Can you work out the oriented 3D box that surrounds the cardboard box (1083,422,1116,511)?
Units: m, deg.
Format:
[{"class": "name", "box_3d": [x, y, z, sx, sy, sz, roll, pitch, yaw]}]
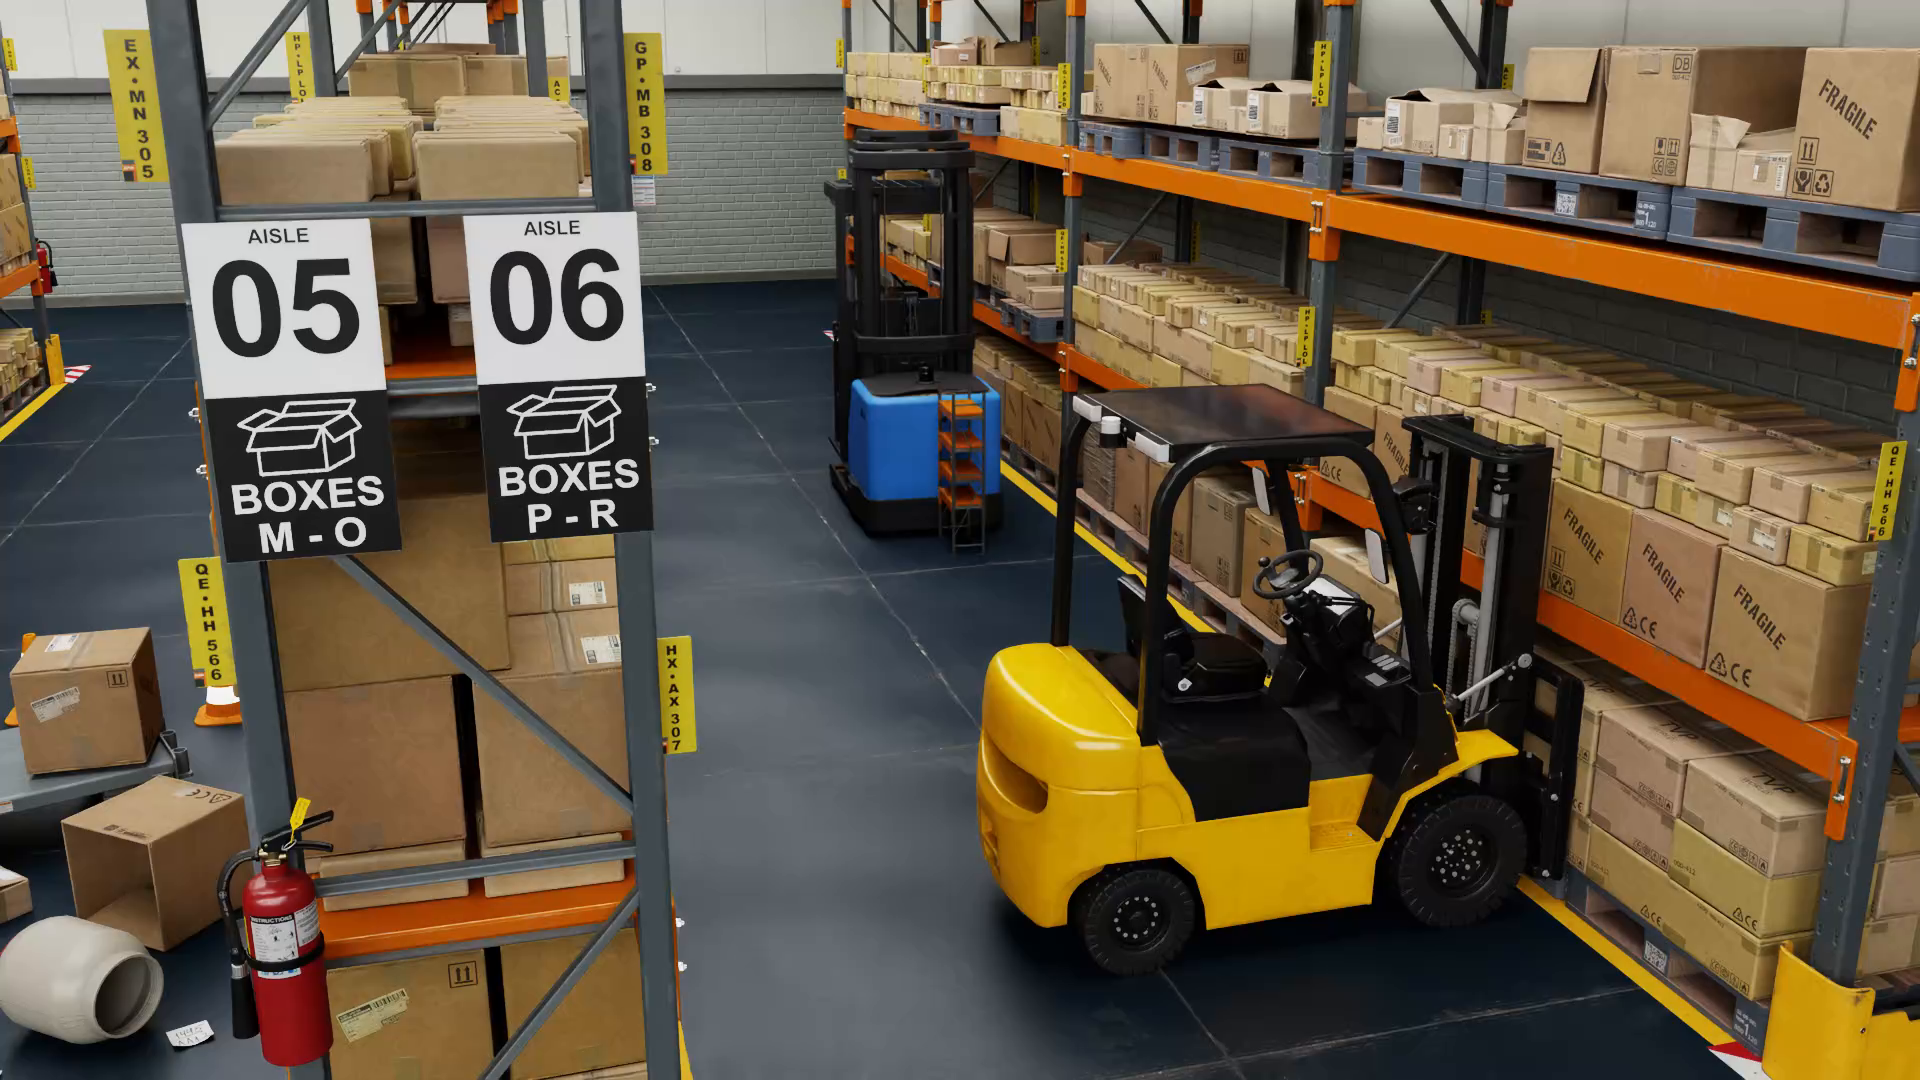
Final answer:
[{"class": "cardboard box", "box_3d": [1.460, -0.629, 12.731, 0.875, 0.625, 0.625, -4, 17, -13]}]

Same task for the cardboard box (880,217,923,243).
[{"class": "cardboard box", "box_3d": [-0.589, -3.457, 18.490, 0.500, 0.250, 0.500, -5, 17, -17]}]

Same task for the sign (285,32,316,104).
[{"class": "sign", "box_3d": [-2.903, -2.067, 7.323, 0.100, 0.325, 0.005, -5, 17, -15]}]

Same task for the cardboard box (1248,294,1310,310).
[{"class": "cardboard box", "box_3d": [2.136, -1.531, 11.033, 0.380, 0.149, 0.250, -5, 17, -15]}]

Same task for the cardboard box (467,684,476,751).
[{"class": "cardboard box", "box_3d": [-1.841, 0.616, 5.623, 0.380, 0.149, 0.250, -4, 17, -14]}]

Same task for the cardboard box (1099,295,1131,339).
[{"class": "cardboard box", "box_3d": [1.325, -1.626, 12.043, 0.500, 0.250, 0.500, -4, 17, -14]}]

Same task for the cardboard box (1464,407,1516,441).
[{"class": "cardboard box", "box_3d": [2.559, -0.526, 7.688, 0.380, 0.149, 0.250, -5, 18, -17]}]

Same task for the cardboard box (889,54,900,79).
[{"class": "cardboard box", "box_3d": [-0.447, -4.993, 17.522, 0.500, 0.250, 0.500, -4, 17, -14]}]

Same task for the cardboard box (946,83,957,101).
[{"class": "cardboard box", "box_3d": [0.091, -4.083, 15.151, 0.380, 0.149, 0.250, -4, 17, -14]}]

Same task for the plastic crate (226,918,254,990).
[{"class": "plastic crate", "box_3d": [-2.728, 1.658, 6.793, 0.402, 0.080, 0.583, -12, 20, -34]}]

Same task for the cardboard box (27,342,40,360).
[{"class": "cardboard box", "box_3d": [-9.981, -1.994, 17.585, 0.380, 0.149, 0.250, -5, 17, -17]}]

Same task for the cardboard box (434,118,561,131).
[{"class": "cardboard box", "box_3d": [-1.425, -1.224, 5.150, 0.380, 0.149, 0.250, -5, 17, -16]}]

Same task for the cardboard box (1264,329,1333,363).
[{"class": "cardboard box", "box_3d": [2.005, -1.138, 9.726, 0.380, 0.149, 0.250, -5, 17, -16]}]

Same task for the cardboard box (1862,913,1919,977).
[{"class": "cardboard box", "box_3d": [3.553, 1.438, 6.500, 0.500, 0.250, 0.500, -5, 17, -15]}]

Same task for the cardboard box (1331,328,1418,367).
[{"class": "cardboard box", "box_3d": [2.203, -1.022, 8.823, 0.380, 0.149, 0.250, -4, 17, -14]}]

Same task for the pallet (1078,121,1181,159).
[{"class": "pallet", "box_3d": [1.574, -2.905, 12.022, 1.213, 0.211, 1.003, -4, 17, -13]}]

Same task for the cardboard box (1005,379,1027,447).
[{"class": "cardboard box", "box_3d": [0.705, -1.127, 14.605, 0.500, 0.500, 0.500, -4, 17, -13]}]

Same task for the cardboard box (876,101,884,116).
[{"class": "cardboard box", "box_3d": [-0.705, -4.730, 18.208, 0.380, 0.149, 0.250, -5, 17, -15]}]

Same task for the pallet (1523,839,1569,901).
[{"class": "pallet", "box_3d": [2.918, 1.264, 7.877, 1.003, 0.211, 1.213, -5, 17, -15]}]

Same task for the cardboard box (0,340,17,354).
[{"class": "cardboard box", "box_3d": [-9.794, -1.921, 16.826, 0.380, 0.149, 0.250, -5, 18, -17]}]

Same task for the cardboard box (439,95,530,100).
[{"class": "cardboard box", "box_3d": [-2.074, -1.867, 7.290, 0.380, 0.149, 0.250, -4, 17, -14]}]

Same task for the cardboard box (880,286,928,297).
[{"class": "cardboard box", "box_3d": [-0.820, -2.781, 20.105, 0.797, 0.503, 0.637, -5, 18, -17]}]

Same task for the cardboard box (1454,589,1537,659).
[{"class": "cardboard box", "box_3d": [2.511, 0.442, 8.079, 0.500, 0.250, 0.500, -4, 17, -13]}]

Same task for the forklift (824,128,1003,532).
[{"class": "forklift", "box_3d": [-0.487, -1.848, 13.511, 1.130, 2.935, 3.031, -4, 17, -12]}]

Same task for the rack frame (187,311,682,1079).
[{"class": "rack frame", "box_3d": [-1.272, 0.867, 4.351, 1.000, 3.000, 0.127, -5, 17, -15]}]

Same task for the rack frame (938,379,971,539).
[{"class": "rack frame", "box_3d": [-0.040, -0.595, 12.348, 0.240, 1.200, 0.015, -4, 17, -12]}]

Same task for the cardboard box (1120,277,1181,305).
[{"class": "cardboard box", "box_3d": [1.360, -1.772, 11.837, 0.380, 0.149, 0.250, -4, 17, -15]}]

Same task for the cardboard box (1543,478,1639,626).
[{"class": "cardboard box", "box_3d": [2.837, 0.024, 6.983, 0.500, 0.500, 0.500, -5, 17, -16]}]

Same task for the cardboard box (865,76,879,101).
[{"class": "cardboard box", "box_3d": [-0.750, -5.033, 18.524, 0.500, 0.250, 0.500, -5, 17, -17]}]

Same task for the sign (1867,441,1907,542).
[{"class": "sign", "box_3d": [2.974, -0.155, 5.331, 0.100, 0.325, 0.005, -5, 17, -15]}]

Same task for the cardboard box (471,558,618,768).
[{"class": "cardboard box", "box_3d": [-1.280, 0.381, 5.280, 0.500, 0.500, 0.500, -4, 17, -14]}]

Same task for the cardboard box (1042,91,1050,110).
[{"class": "cardboard box", "box_3d": [0.872, -3.522, 13.316, 0.380, 0.149, 0.250, -4, 17, -14]}]

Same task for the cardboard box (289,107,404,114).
[{"class": "cardboard box", "box_3d": [-2.188, -1.469, 5.964, 0.380, 0.149, 0.250, -5, 17, -16]}]

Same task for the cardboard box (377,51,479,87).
[{"class": "cardboard box", "box_3d": [-3.719, -3.125, 11.519, 0.797, 0.503, 0.637, -6, 18, -19]}]

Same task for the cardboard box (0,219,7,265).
[{"class": "cardboard box", "box_3d": [-9.744, -2.943, 16.346, 0.500, 0.500, 0.500, -5, 17, -15]}]

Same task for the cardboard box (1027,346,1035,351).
[{"class": "cardboard box", "box_3d": [0.853, -1.793, 15.695, 0.380, 0.149, 0.250, -4, 17, -14]}]

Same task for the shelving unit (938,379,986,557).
[{"class": "shelving unit", "box_3d": [0.011, -0.526, 12.119, 0.258, 1.200, 0.503, -4, 17, -12]}]

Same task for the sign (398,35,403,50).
[{"class": "sign", "box_3d": [-6.204, -5.410, 18.376, 0.100, 0.325, 0.005, -5, 17, -15]}]

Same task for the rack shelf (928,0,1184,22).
[{"class": "rack shelf", "box_3d": [0.752, -4.630, 14.168, 1.077, 0.370, 4.000, -5, 17, -15]}]

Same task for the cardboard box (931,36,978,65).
[{"class": "cardboard box", "box_3d": [-0.051, -4.641, 15.770, 0.396, 0.266, 0.258, -5, 17, -16]}]

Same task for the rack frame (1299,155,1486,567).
[{"class": "rack frame", "box_3d": [2.401, -0.633, 9.345, 1.000, 3.000, 0.127, -5, 17, -15]}]

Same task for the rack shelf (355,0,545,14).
[{"class": "rack shelf", "box_3d": [-2.920, -3.130, 9.175, 1.077, 0.370, 4.000, -5, 17, -15]}]

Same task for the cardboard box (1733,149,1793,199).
[{"class": "cardboard box", "box_3d": [2.980, -1.297, 5.874, 0.380, 0.149, 0.250, -5, 17, -17]}]

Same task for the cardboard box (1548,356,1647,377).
[{"class": "cardboard box", "box_3d": [3.075, -0.787, 8.039, 0.380, 0.149, 0.250, -5, 17, -16]}]

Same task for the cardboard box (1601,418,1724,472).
[{"class": "cardboard box", "box_3d": [2.828, -0.384, 6.697, 0.380, 0.149, 0.250, -4, 17, -14]}]

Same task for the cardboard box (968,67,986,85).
[{"class": "cardboard box", "box_3d": [0.283, -4.085, 14.640, 0.380, 0.149, 0.250, -5, 17, -15]}]

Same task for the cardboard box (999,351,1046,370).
[{"class": "cardboard box", "box_3d": [0.566, -1.611, 15.090, 0.380, 0.149, 0.250, -5, 17, -15]}]

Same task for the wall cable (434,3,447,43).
[{"class": "wall cable", "box_3d": [-7.503, -7.983, 23.386, 0.463, 3.000, 0.029, -5, 17, -15]}]

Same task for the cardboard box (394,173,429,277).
[{"class": "cardboard box", "box_3d": [-1.795, -0.901, 4.766, 0.500, 0.250, 0.500, -5, 17, -16]}]

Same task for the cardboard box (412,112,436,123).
[{"class": "cardboard box", "box_3d": [-2.671, -1.955, 8.064, 0.500, 0.250, 0.500, -5, 17, -16]}]

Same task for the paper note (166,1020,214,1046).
[{"class": "paper note", "box_3d": [-2.888, 1.850, 6.239, 0.142, 0.019, 0.148, -12, 20, -34]}]

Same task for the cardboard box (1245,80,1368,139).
[{"class": "cardboard box", "box_3d": [1.968, -2.457, 9.454, 0.500, 0.311, 0.500, -5, 18, -17]}]
